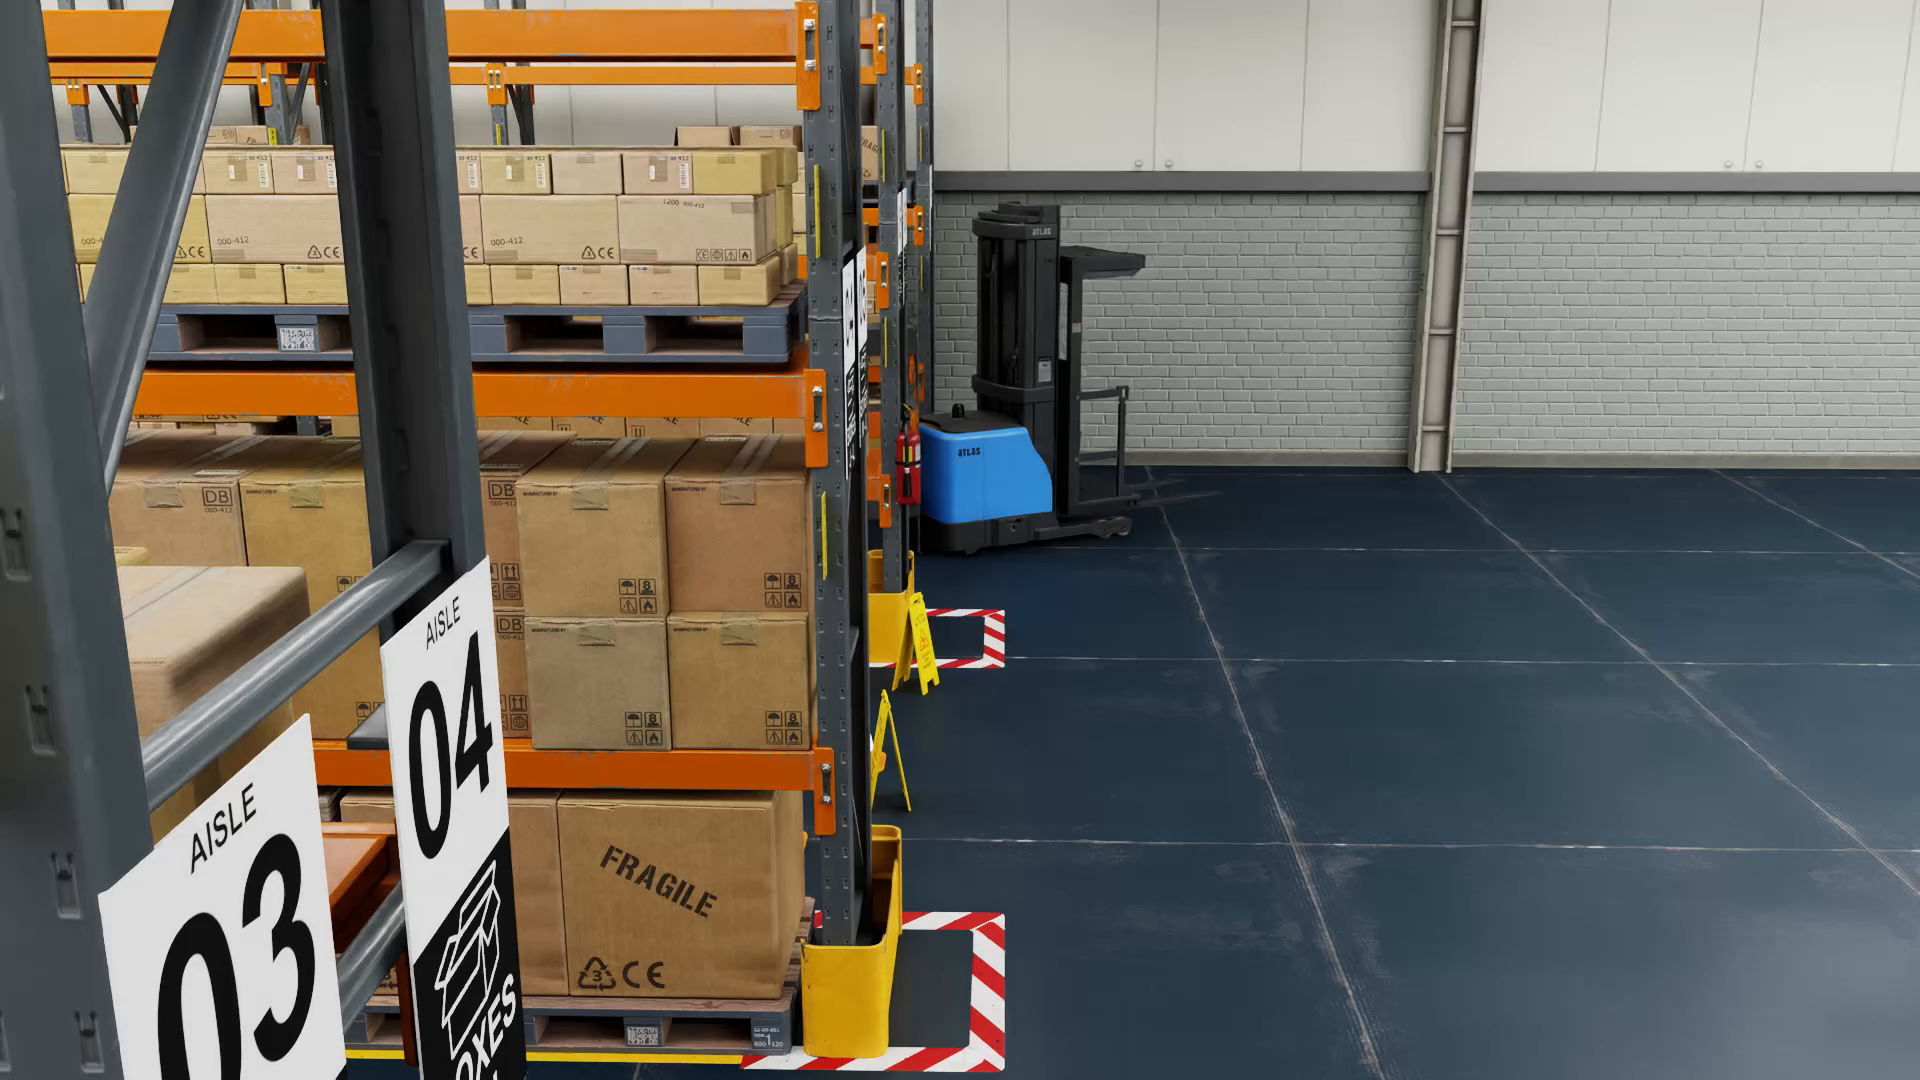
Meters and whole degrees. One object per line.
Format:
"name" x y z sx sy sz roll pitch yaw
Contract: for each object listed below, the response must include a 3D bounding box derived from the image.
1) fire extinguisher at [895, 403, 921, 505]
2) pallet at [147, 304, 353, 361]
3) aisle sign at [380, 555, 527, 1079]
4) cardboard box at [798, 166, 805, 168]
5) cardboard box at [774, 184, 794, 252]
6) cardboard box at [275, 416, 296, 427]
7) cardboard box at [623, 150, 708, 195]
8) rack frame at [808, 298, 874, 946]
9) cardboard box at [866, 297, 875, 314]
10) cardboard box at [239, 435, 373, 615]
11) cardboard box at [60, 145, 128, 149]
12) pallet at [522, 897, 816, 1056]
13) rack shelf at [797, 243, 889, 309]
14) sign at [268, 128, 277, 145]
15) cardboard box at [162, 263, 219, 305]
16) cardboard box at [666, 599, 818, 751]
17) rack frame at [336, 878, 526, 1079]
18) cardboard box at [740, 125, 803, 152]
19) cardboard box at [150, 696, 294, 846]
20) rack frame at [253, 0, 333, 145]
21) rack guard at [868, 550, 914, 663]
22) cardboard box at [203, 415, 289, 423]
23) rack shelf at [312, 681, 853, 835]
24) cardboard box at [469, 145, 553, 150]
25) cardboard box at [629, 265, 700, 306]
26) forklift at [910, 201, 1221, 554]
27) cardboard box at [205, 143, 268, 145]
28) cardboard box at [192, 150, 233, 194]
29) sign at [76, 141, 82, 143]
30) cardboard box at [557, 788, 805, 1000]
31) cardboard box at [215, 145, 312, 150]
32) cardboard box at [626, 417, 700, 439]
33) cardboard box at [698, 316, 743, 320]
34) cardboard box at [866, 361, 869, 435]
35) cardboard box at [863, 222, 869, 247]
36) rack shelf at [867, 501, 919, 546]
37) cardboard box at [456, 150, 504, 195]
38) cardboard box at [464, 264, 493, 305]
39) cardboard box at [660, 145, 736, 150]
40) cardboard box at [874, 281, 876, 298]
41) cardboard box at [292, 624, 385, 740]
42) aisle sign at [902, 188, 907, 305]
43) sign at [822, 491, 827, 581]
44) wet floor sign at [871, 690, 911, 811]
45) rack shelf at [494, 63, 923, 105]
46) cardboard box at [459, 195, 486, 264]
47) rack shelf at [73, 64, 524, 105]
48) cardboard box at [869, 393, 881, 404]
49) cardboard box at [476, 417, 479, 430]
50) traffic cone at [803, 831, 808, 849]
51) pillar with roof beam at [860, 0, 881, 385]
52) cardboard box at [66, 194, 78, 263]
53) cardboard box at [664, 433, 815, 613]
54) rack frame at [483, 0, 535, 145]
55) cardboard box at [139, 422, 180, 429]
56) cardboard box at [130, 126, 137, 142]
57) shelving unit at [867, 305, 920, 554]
"fire extinguisher" -0.356 -0.587 11.336 0.183 0.674 0.296 0 15 1
"pallet" -2.449 -0.897 6.652 1.213 0.211 1.003 0 15 1
"aisle sign" -0.642 0.452 2.153 0.004 0.787 0.394 0 15 1
"cardboard box" -1.061 -2.509 11.519 0.250 0.149 0.380 0 15 1
"cardboard box" -0.960 -1.321 6.780 0.500 0.250 0.500 0 15 1
"cardboard box" -5.002 -0.934 12.171 0.250 0.149 0.380 1 15 2
"cardboard box" -1.079 -1.363 6.157 0.250 0.149 0.380 0 15 2
"rack frame" -0.484 0.520 6.988 0.127 3.000 1.000 0 15 1
"cardboard box" -0.946 -2.295 16.193 0.250 0.149 0.380 1 15 2
"cardboard box" -2.496 -0.075 6.834 0.500 0.550 0.875 0 15 1
"cardboard box" -3.606 -1.547 6.854 0.250 0.149 0.380 0 15 1
"pallet" -1.286 1.883 7.288 1.213 0.211 1.003 0 15 1
"rack shelf" -2.458 -1.858 11.533 4.000 0.370 1.077 0 15 1
"sign" -4.468 -2.518 10.838 0.005 0.325 0.100 0 15 1
"cardboard box" -2.855 -0.989 6.302 0.250 0.149 0.380 0 15 1
"cardboard box" -0.856 0.457 6.934 0.550 0.550 0.875 0 15 1
"rack frame" -0.712 1.785 2.196 0.127 3.000 1.000 0 15 1
"cardboard box" -1.806 -3.732 16.008 0.500 0.500 0.700 0 15 2
"cardboard box" -1.187 0.338 2.094 0.500 0.250 0.500 1 15 3
"rack frame" -4.458 -3.669 11.108 0.127 3.000 1.000 0 15 1
"rack guard" -0.535 0.466 12.096 0.348 0.500 1.175 0 15 1
"cardboard box" -4.925 -1.108 11.559 0.500 0.500 0.500 0 15 0
"rack shelf" -2.484 0.855 7.129 4.000 0.370 1.077 0 15 1
"cardboard box" -1.826 -1.536 6.811 0.250 0.149 0.380 0 15 0
"cardboard box" -1.077 -0.978 6.258 0.250 0.149 0.380 0 15 2
"forklift" 0.968 -1.541 14.936 3.031 2.935 1.130 -8 17 -27
"cardboard box" -5.040 -2.563 11.284 0.500 0.250 0.500 1 15 3
"cardboard box" -2.856 -1.375 6.200 0.250 0.149 0.380 0 15 1
"sign" -8.349 -3.623 15.797 0.005 0.325 0.100 0 15 1
"cardboard box" -1.164 1.357 7.158 0.875 0.875 0.875 0 15 2
"cardboard box" -2.848 -1.542 6.835 0.250 0.149 0.380 0 15 1
"cardboard box" -2.009 -0.877 11.504 0.500 0.500 0.500 0 15 1
"cardboard box" -1.481 -1.371 11.418 0.500 0.500 0.700 1 15 2
"cardboard box" -0.925 -1.009 12.004 0.500 0.500 0.500 0 15 1
"cardboard box" -0.782 -2.157 11.746 0.250 0.149 0.380 0 15 1
"rack shelf" -0.640 -0.234 14.409 0.480 0.518 0.431 -4 15 -15
"cardboard box" -1.844 -1.368 6.176 0.250 0.149 0.380 0 15 2
"cardboard box" -1.843 -0.982 6.276 0.250 0.149 0.380 0 15 1
"cardboard box" -1.060 -1.531 6.792 0.250 0.149 0.380 0 15 2
"cardboard box" -0.699 -2.463 16.244 0.250 0.149 0.380 0 15 2
"cardboard box" -2.494 0.430 7.035 0.500 0.550 0.875 0 15 1
"aisle sign" -0.389 -2.078 11.741 0.004 0.787 0.394 0 15 1
"sign" -0.512 -0.016 6.286 0.005 0.325 0.100 0 15 1
"wet floor sign" -0.405 1.154 9.201 0.232 0.644 0.267 -2 15 -8
"rack shelf" -2.335 -4.381 16.000 4.000 0.370 1.077 0 15 1
"cardboard box" -1.983 -1.192 6.288 0.500 0.250 0.500 0 15 1
"rack shelf" -6.334 -4.407 16.098 4.000 0.370 1.077 0 15 1
"cardboard box" -0.804 -1.289 16.452 0.500 0.250 0.500 1 15 3
"cardboard box" -3.523 -0.890 11.553 0.500 0.500 0.500 0 15 1
"traffic cone" -0.979 1.381 8.697 0.334 0.463 0.336 0 15 1
"pillar with roof beam" -1.119 -4.046 12.535 0.400 9.000 9.100 0 15 1
"cardboard box" -3.497 -1.201 6.325 0.500 0.250 0.500 0 15 1
"cardboard box" -0.854 -0.087 6.877 0.550 0.550 0.875 0 15 1
"rack frame" -4.335 -4.935 15.906 0.127 3.000 1.000 0 15 1
"cardboard box" -5.501 -0.782 11.593 0.250 0.149 0.380 0 15 0
"cardboard box" -7.615 -3.744 16.055 0.500 0.500 0.500 1 15 2
"shelving unit" -0.640 -0.924 14.226 0.503 2.100 0.431 -4 15 -15
